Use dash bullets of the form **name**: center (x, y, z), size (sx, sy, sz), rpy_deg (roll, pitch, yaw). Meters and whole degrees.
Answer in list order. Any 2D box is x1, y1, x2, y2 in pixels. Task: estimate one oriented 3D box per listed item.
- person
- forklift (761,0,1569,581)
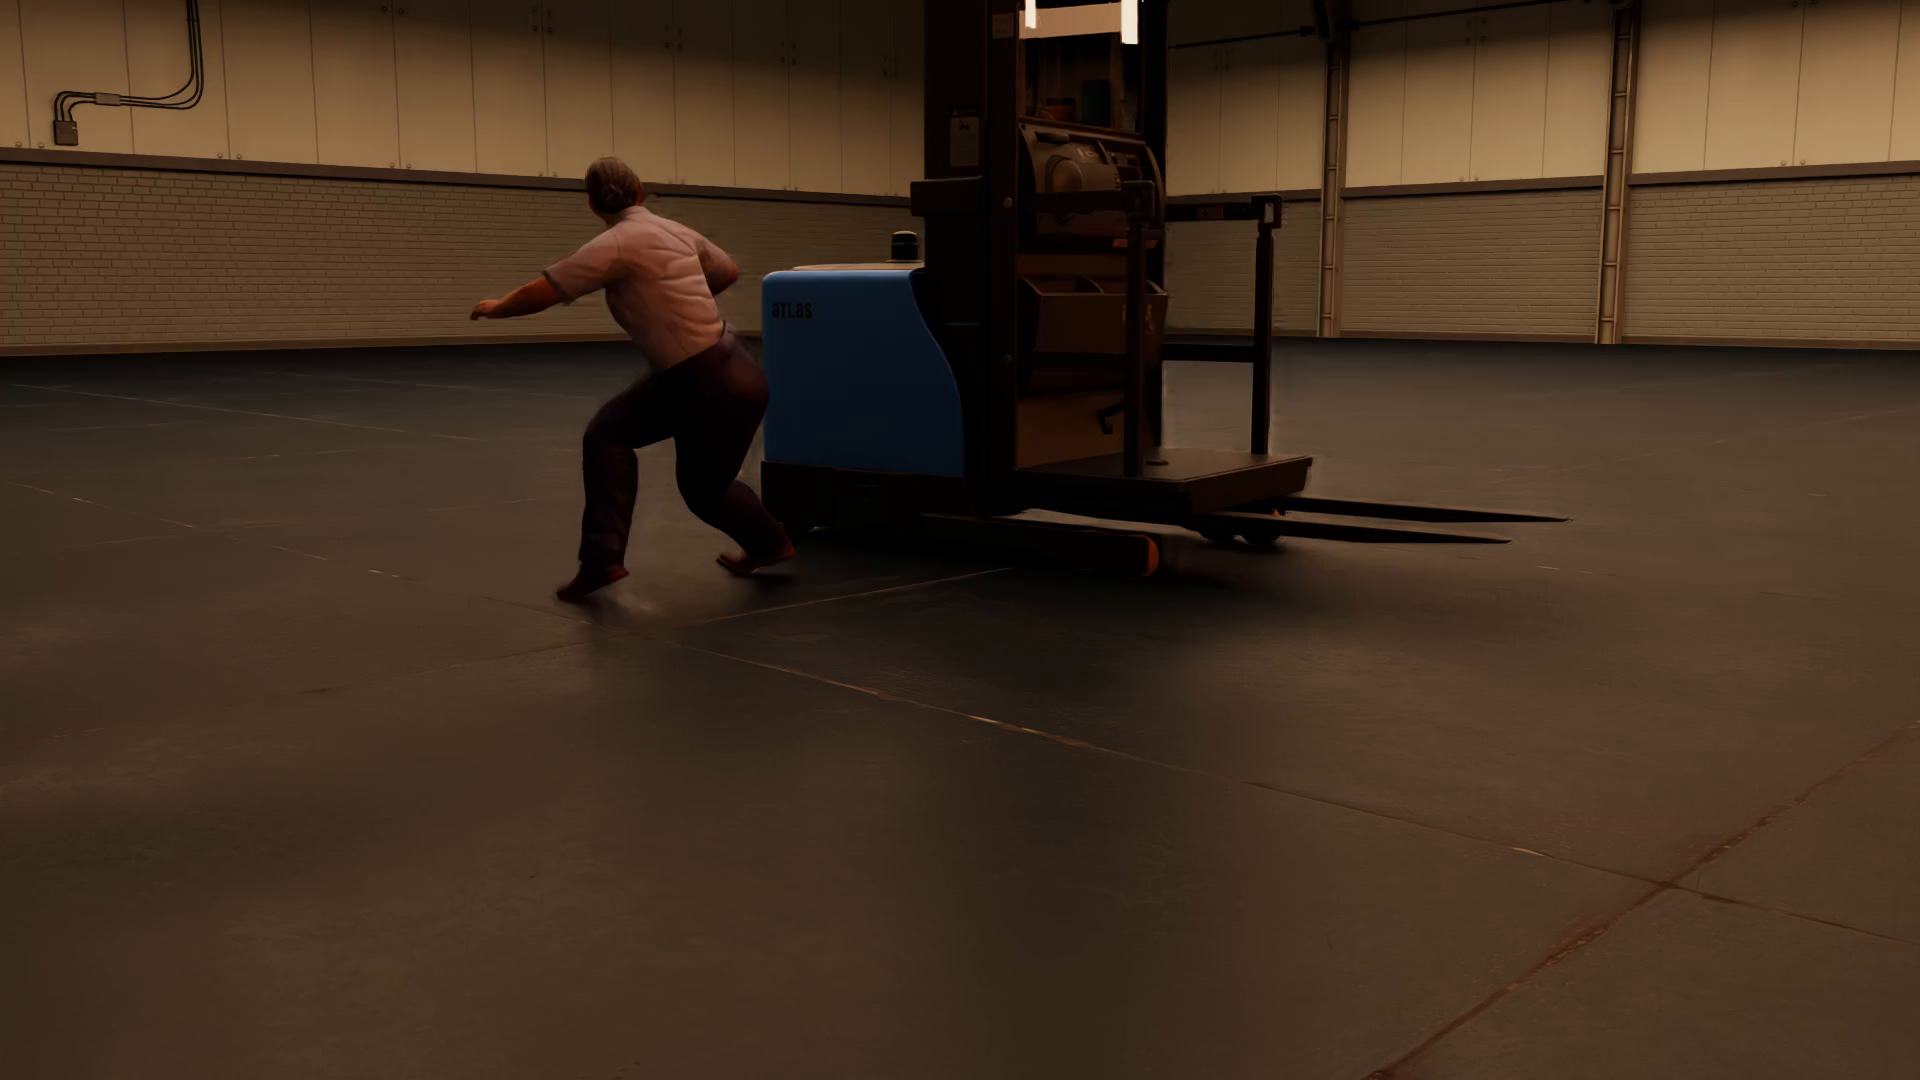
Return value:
- **person**: center (-1.061, -0.516, 5.458), size (0.981, 1.428, 0.899), rpy_deg (0, 9, -1)
- **forklift**: center (0.676, -1.397, 6.150), size (3.031, 2.935, 1.130), rpy_deg (6, 11, 36)
